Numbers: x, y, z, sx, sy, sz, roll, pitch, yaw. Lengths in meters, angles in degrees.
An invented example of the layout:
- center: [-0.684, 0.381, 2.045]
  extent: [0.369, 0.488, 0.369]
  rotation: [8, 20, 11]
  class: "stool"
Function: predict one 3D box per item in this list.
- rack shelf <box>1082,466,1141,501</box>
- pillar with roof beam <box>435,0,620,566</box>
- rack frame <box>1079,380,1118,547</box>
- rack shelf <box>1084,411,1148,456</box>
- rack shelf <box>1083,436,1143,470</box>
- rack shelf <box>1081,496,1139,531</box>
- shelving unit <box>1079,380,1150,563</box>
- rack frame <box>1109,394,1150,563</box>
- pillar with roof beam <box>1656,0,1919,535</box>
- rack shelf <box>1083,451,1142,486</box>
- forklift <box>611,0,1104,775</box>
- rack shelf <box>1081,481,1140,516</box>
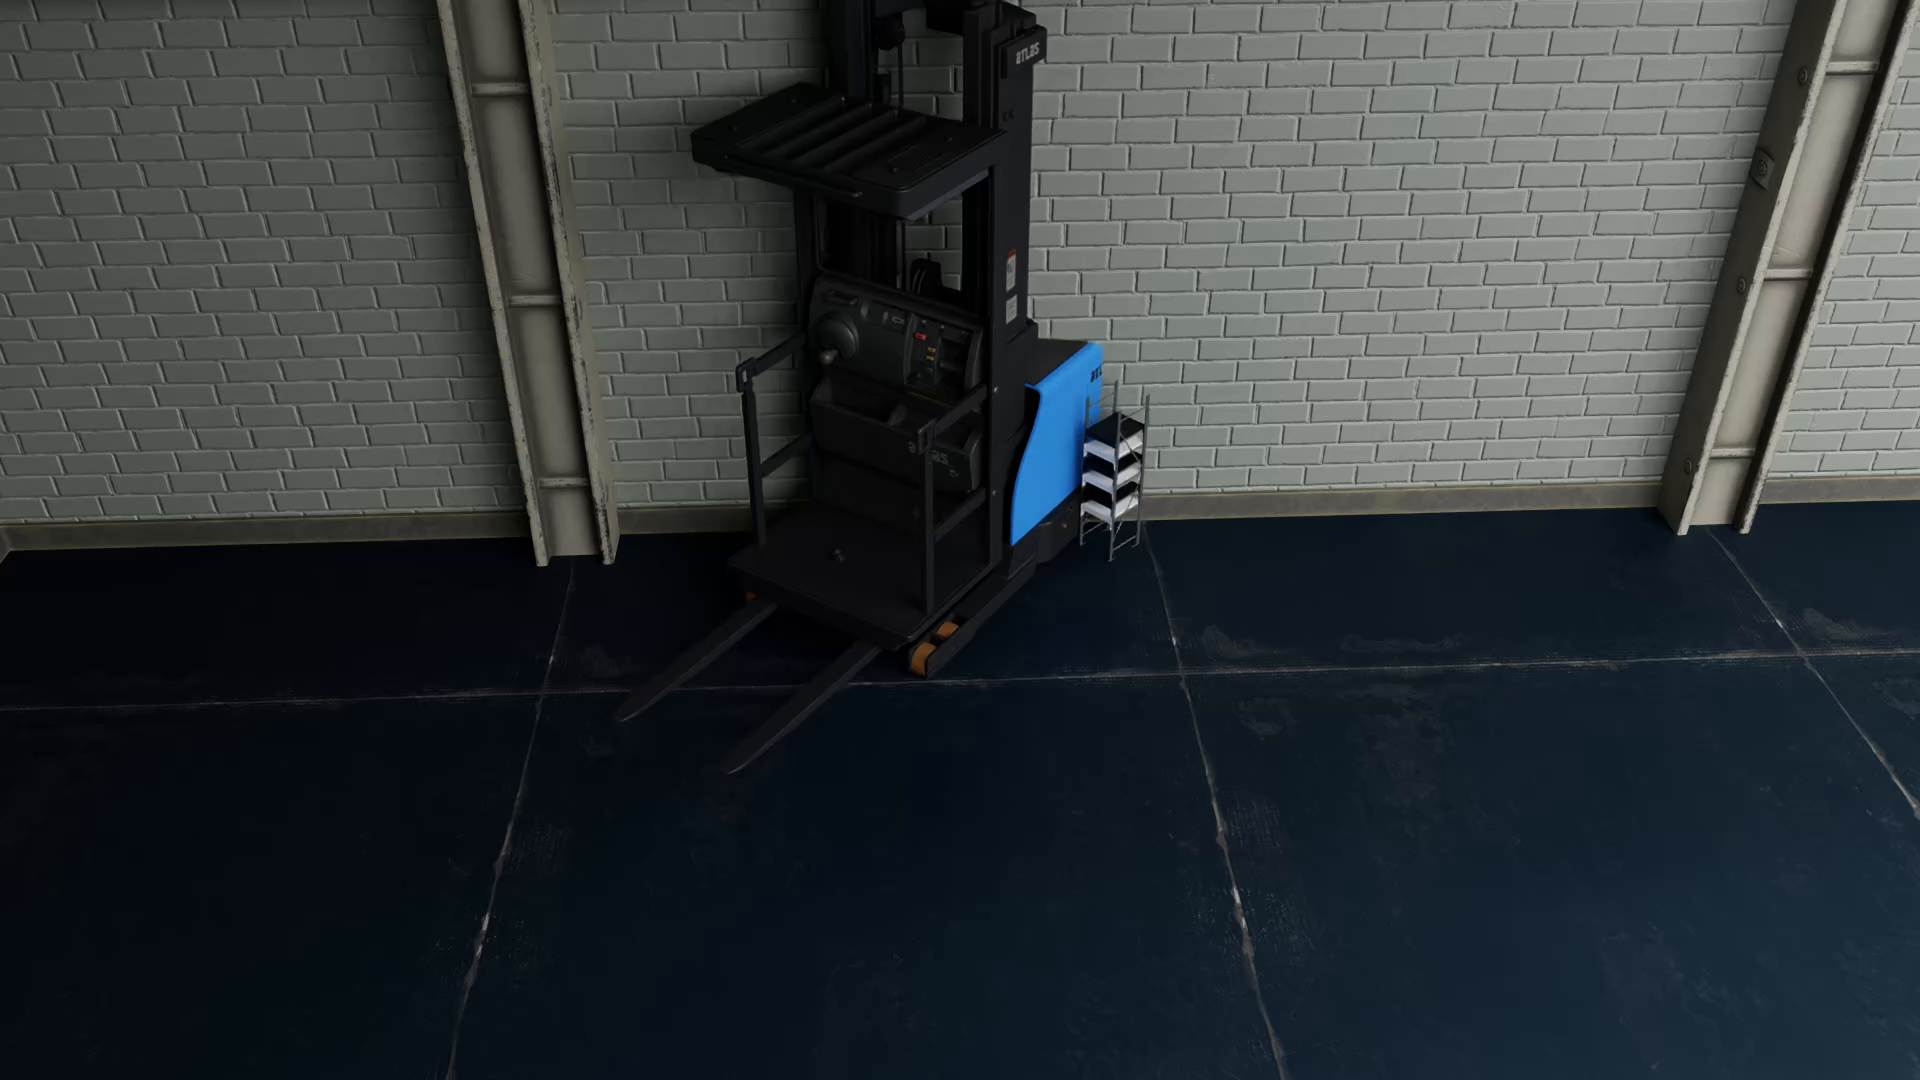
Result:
- center: [0.783, -0.316, 8.511]
  extent: [0.200, 0.077, 0.258]
  rotation: [29, 44, 35]
  class: "rack shelf"
- center: [-1.796, -1.211, 2.629]
  extent: [0.400, 9.000, 9.100]
  rotation: [-2, 35, -2]
  class: "pillar with roof beam"
- center: [0.710, -0.384, 8.550]
  extent: [0.006, 0.900, 0.240]
  rotation: [29, 44, 35]
  class: "rack frame"
- center: [0.783, -0.538, 8.357]
  extent: [0.200, 0.077, 0.258]
  rotation: [29, 44, 35]
  class: "rack shelf"
- center: [0.783, -0.464, 8.408]
  extent: [0.200, 0.077, 0.258]
  rotation: [29, 44, 35]
  class: "rack shelf"
- center: [0.783, -0.168, 8.613]
  extent: [0.200, 0.077, 0.258]
  rotation: [29, 44, 35]
  class: "rack shelf"
- center: [0.783, -0.344, 8.492]
  extent: [0.210, 0.900, 0.258]
  rotation: [29, 44, 35]
  class: "shelving unit"
- center: [0.856, -0.303, 8.434]
  extent: [0.006, 0.900, 0.240]
  rotation: [29, 44, 35]
  class: "rack frame"
- center: [4.197, -1.373, 2.862]
  extent: [0.400, 9.000, 9.100]
  rotation: [-2, 35, -2]
  class: "pillar with roof beam"
- center: [0.783, -0.390, 8.460]
  extent: [0.200, 0.077, 0.258]
  rotation: [29, 44, 35]
  class: "rack shelf"
- center: [-0.417, -0.863, 7.458]
  extent: [1.130, 2.935, 3.031]
  rotation: [21, 40, 27]
  class: "forklift"
- center: [0.783, -0.242, 8.562]
  extent: [0.200, 0.077, 0.258]
  rotation: [29, 44, 35]
  class: "rack shelf"
